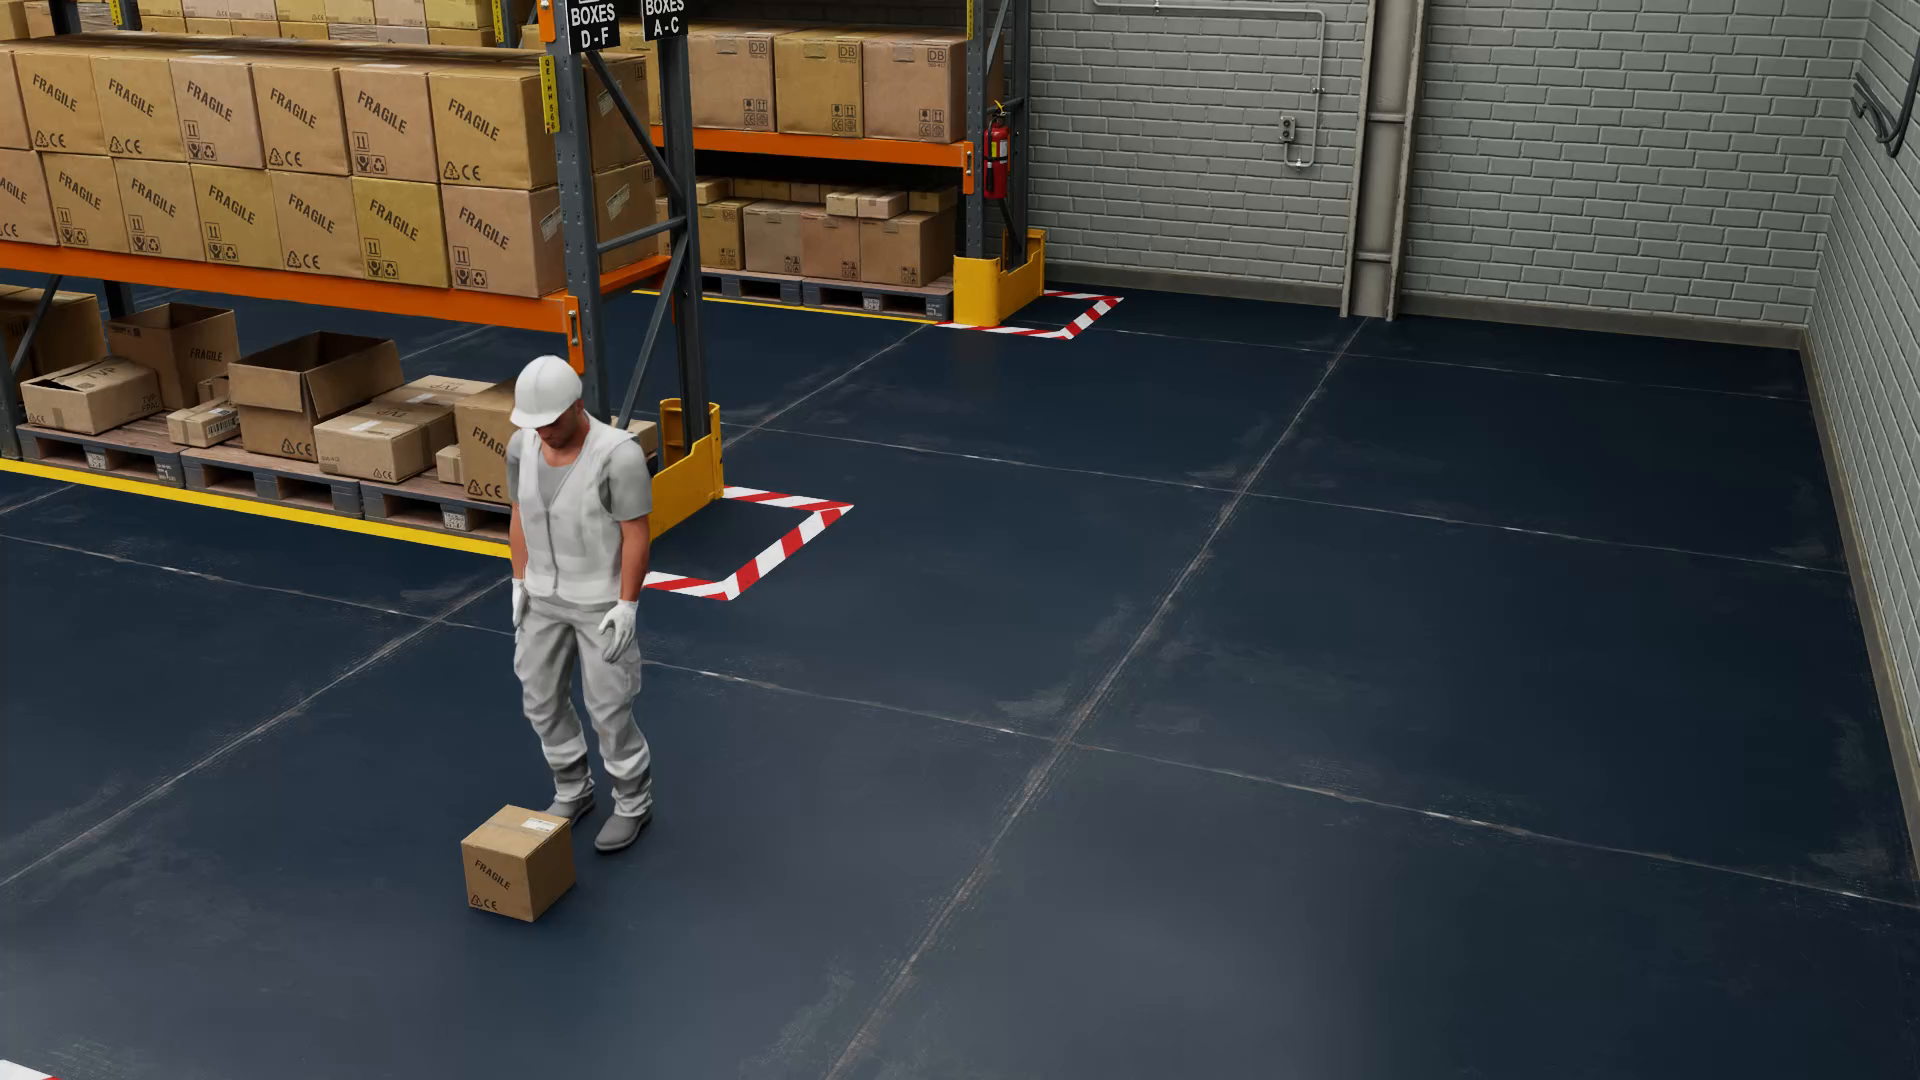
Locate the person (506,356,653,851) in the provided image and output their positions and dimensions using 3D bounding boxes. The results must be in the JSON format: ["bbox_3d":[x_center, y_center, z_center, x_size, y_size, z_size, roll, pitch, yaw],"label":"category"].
[{"bbox_3d":[-1.272,0.216,5.578,0.538,1.751,0.428,9,24,21],"label":"person"}]
